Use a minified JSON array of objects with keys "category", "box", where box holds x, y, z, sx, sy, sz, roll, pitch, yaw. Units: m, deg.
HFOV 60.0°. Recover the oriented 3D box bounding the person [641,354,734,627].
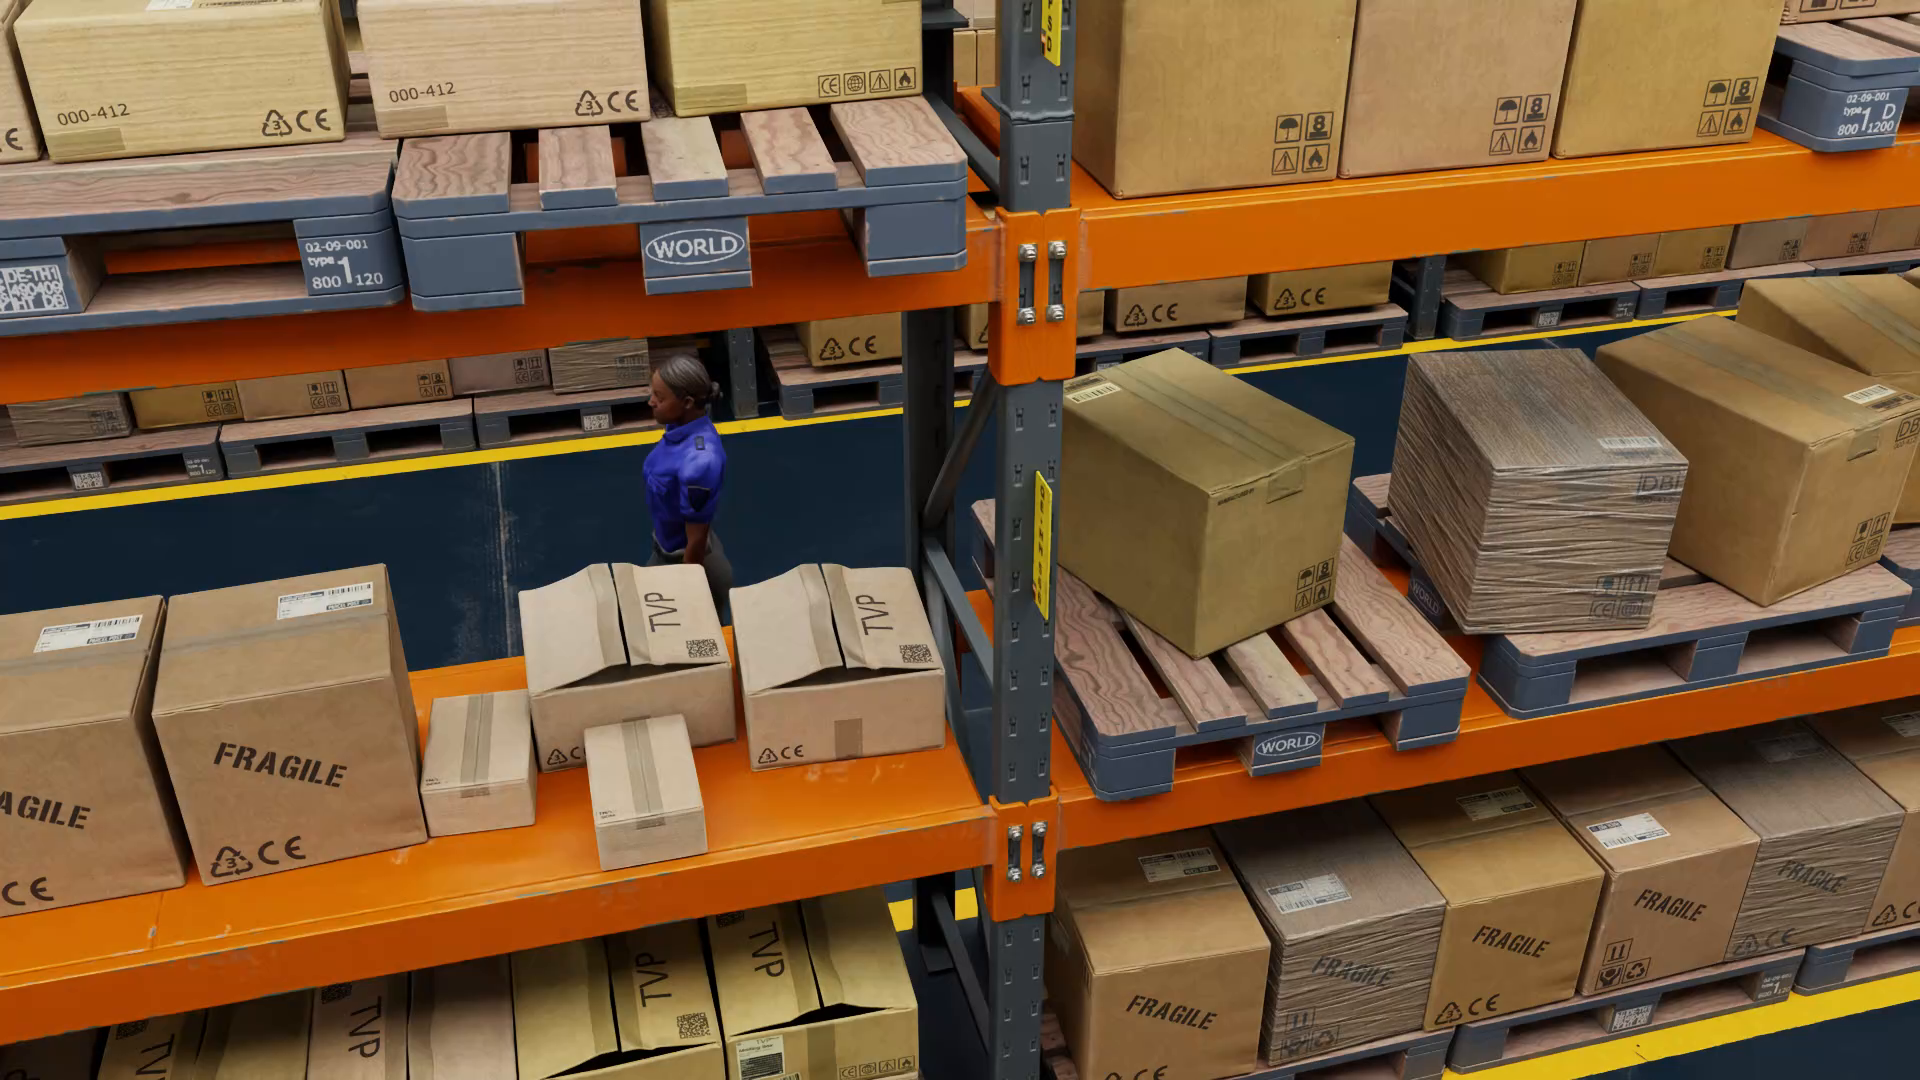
[{"category":"person","box":[-0.998,0.102,5.943,0.782,1.619,0.452,-9,32,-15]}]
